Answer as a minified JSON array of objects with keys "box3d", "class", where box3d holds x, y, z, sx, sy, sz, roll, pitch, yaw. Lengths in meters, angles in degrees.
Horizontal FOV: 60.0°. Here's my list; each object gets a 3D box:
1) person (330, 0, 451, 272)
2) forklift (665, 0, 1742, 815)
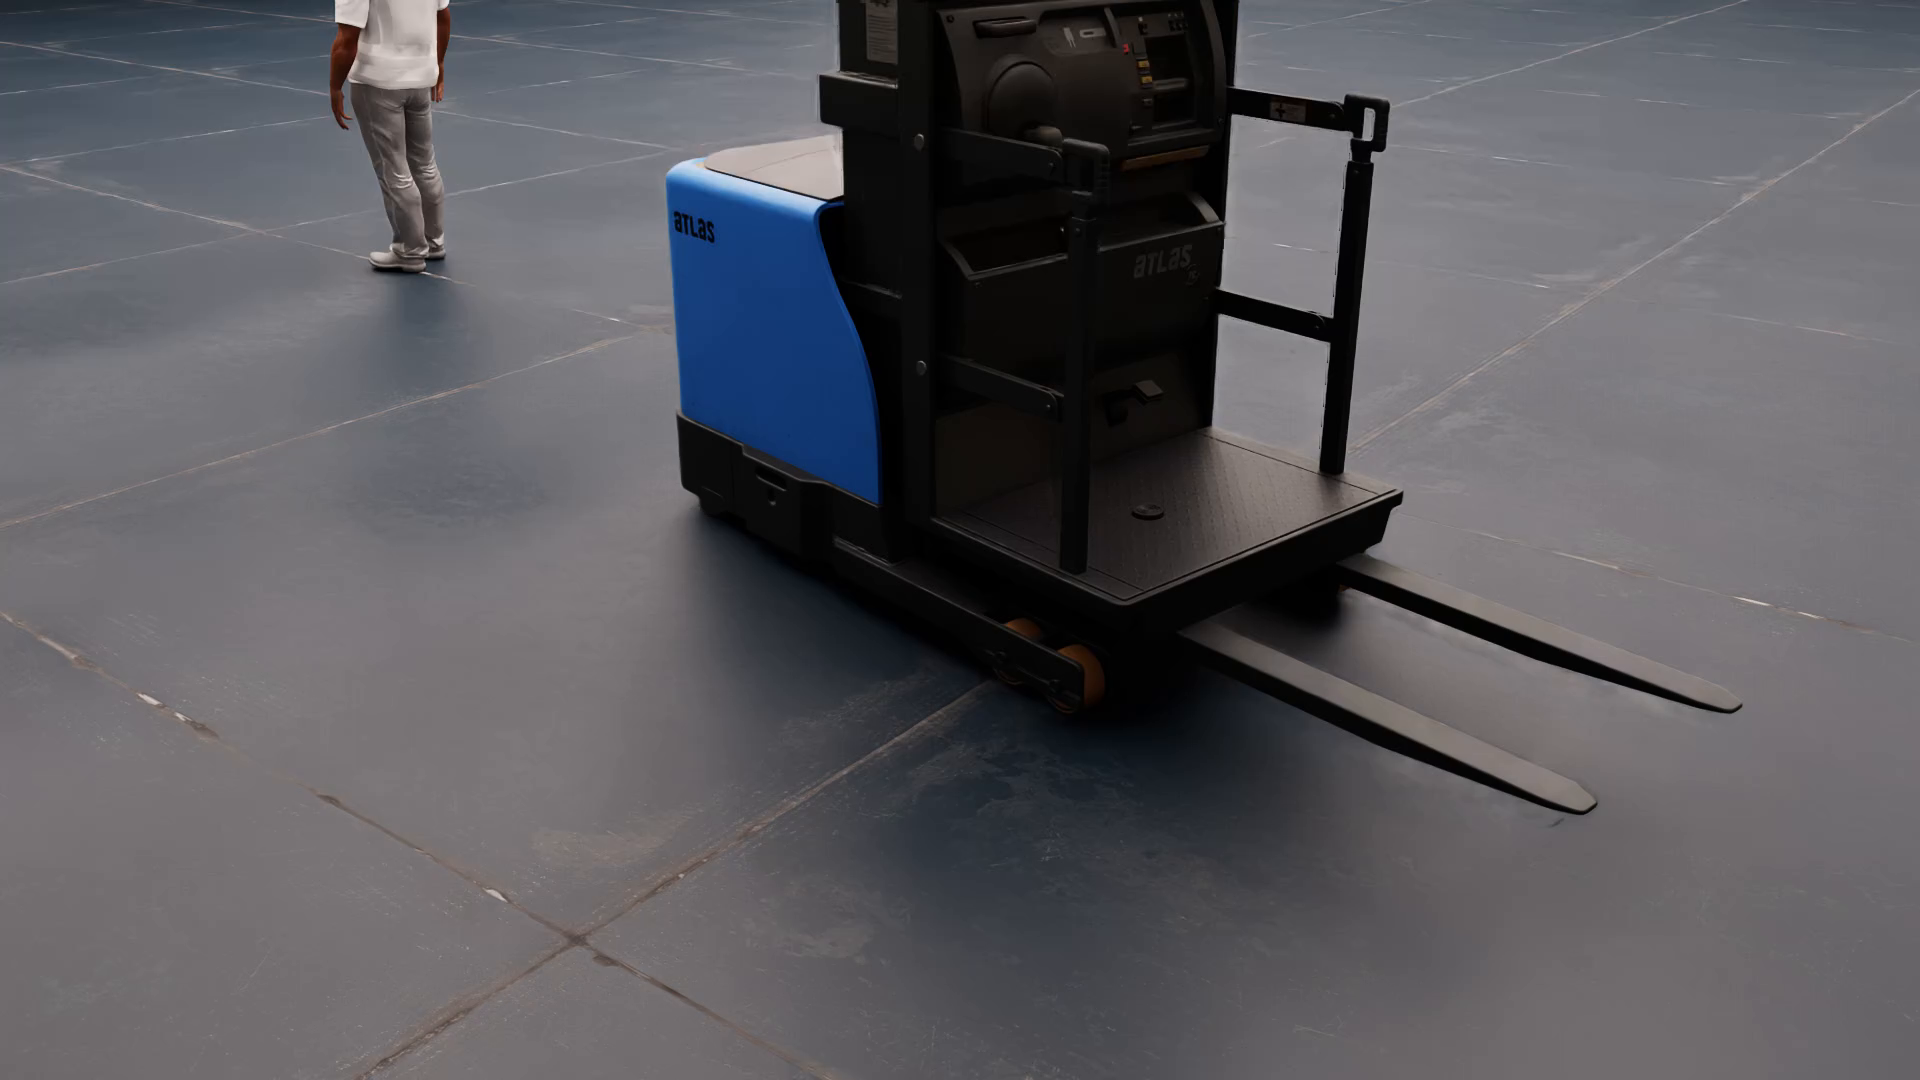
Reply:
[{"box3d":[-2.675,-2.130,7.688,0.577,1.765,0.666,13,27,28],"class":"person"},{"box3d":[0.465,-1.150,3.982,1.130,2.935,3.031,-19,30,-37],"class":"forklift"}]
